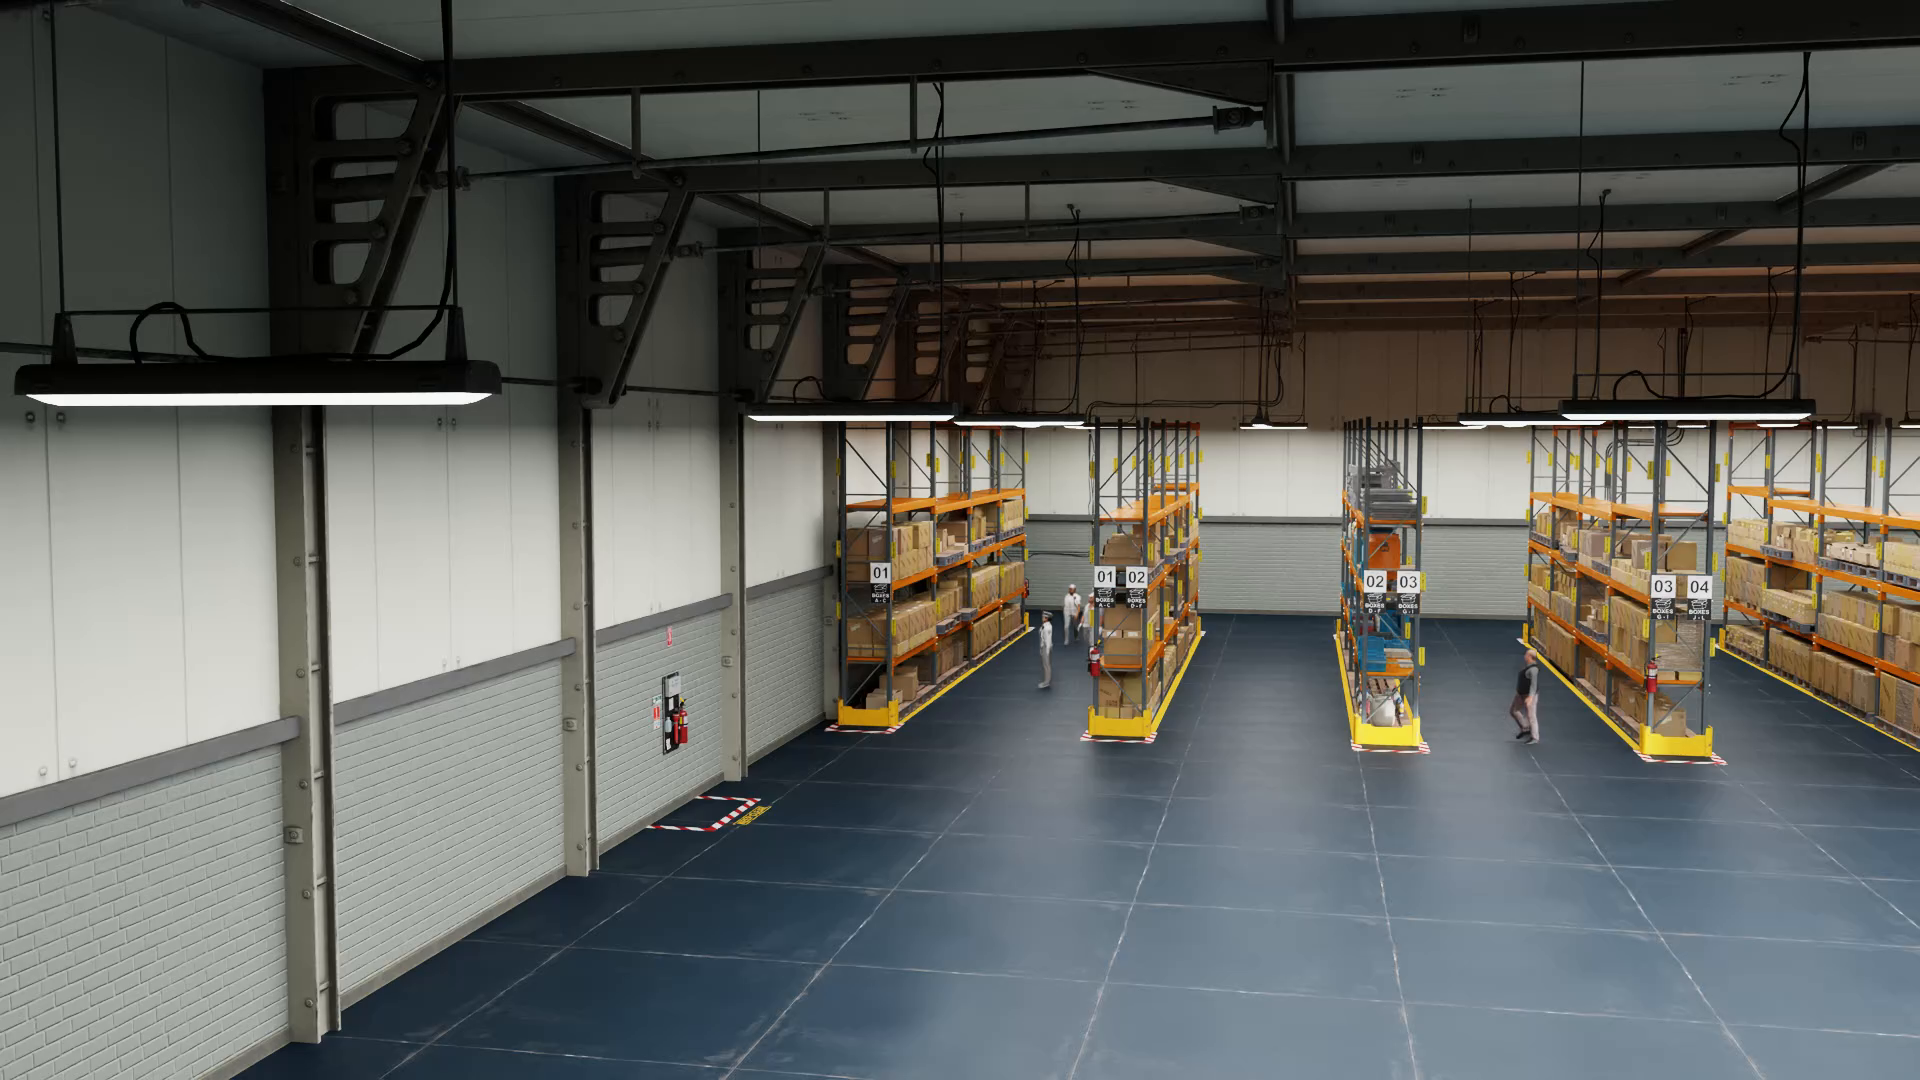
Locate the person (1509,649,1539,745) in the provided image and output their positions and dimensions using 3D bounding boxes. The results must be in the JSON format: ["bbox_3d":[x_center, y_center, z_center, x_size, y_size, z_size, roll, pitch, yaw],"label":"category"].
[{"bbox_3d":[10.430,2.865,30.598,0.410,1.720,0.640,-1,4,-9],"label":"person"}]

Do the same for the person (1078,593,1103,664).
[{"bbox_3d":[3.232,2.188,41.156,0.596,1.749,1.107,2,4,31],"label":"person"}]

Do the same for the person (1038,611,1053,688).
[{"bbox_3d":[1.914,2.450,37.490,0.390,1.695,0.550,0,4,-6],"label":"person"}]

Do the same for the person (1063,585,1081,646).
[{"bbox_3d":[3.010,2.008,44.758,0.475,1.606,0.953,0,4,6],"label":"person"}]
